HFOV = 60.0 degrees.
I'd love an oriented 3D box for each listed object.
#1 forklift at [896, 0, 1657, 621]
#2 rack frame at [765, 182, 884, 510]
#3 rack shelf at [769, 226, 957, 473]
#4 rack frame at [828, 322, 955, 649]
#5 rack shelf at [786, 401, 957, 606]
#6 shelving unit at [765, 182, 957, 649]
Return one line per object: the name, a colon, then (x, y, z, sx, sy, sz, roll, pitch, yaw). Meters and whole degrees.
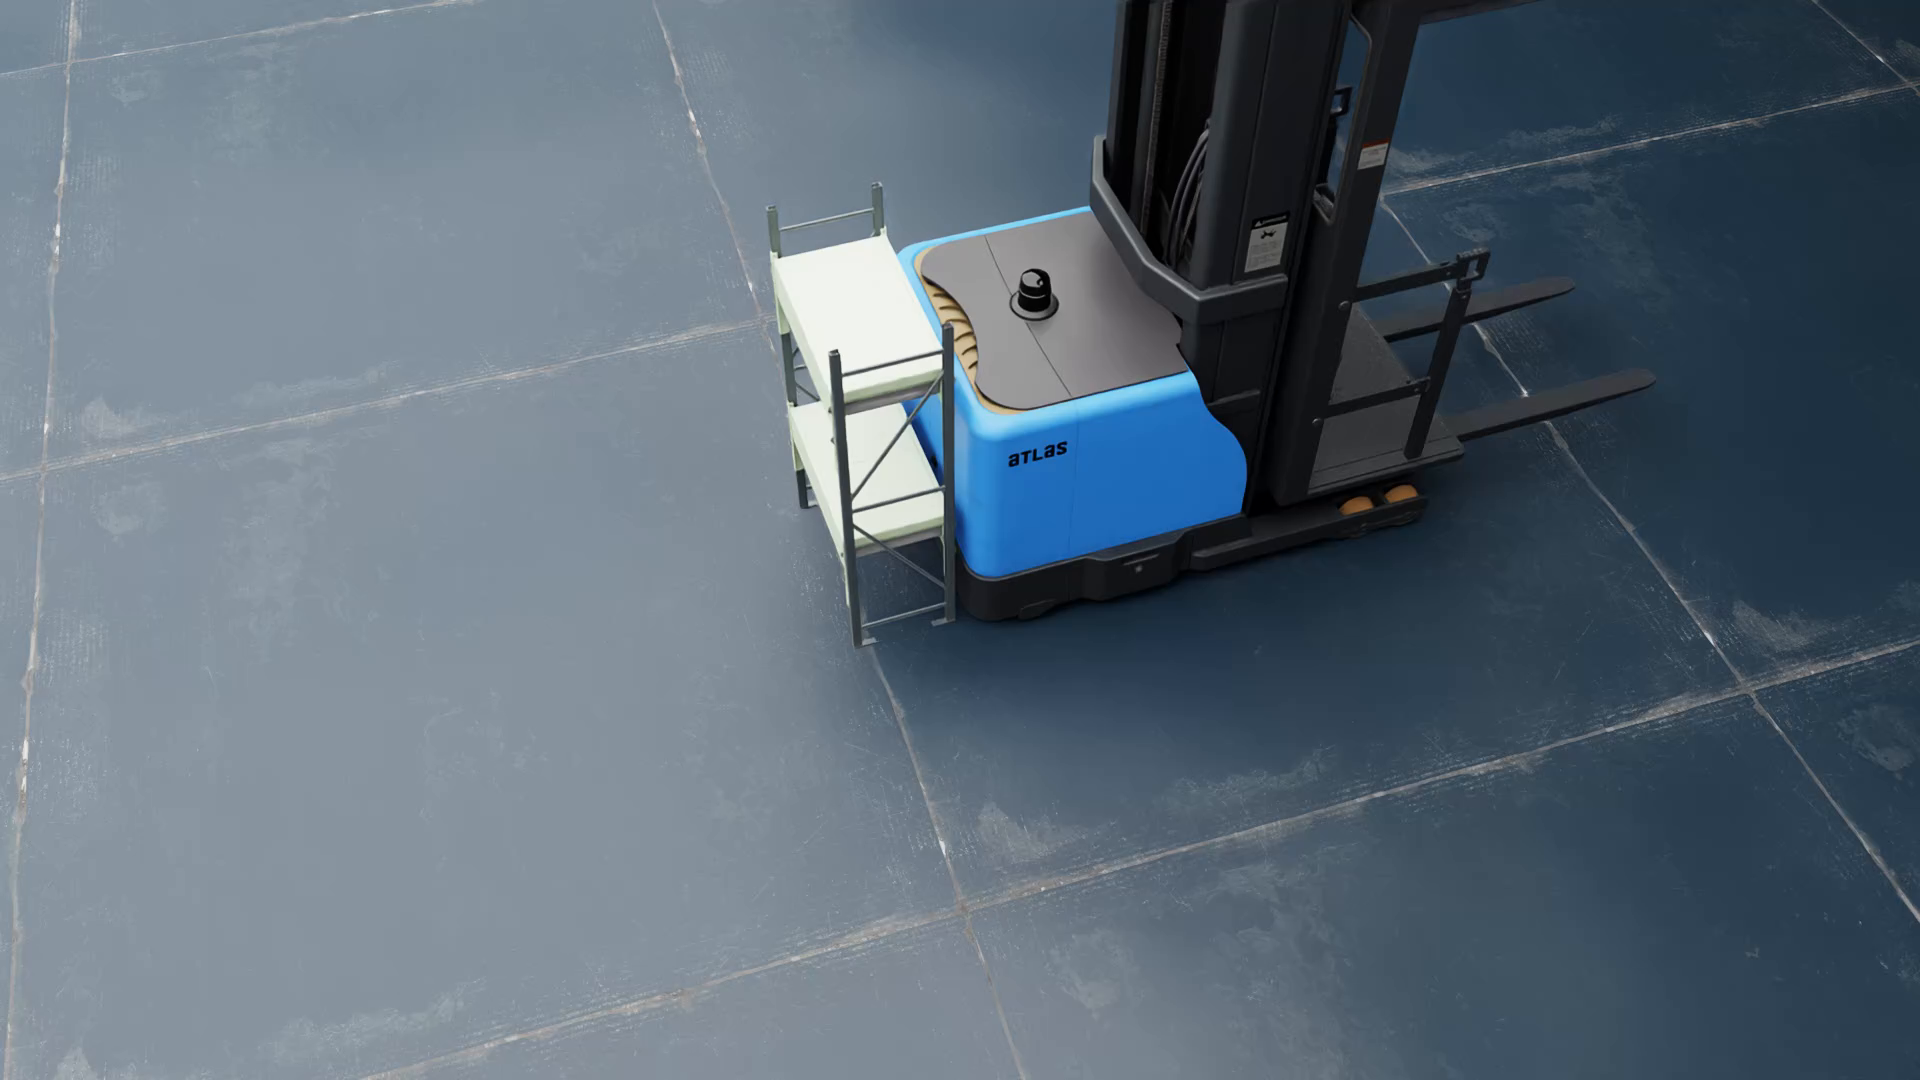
forklift: (1.314, -1.326, 5.741, 3.031, 2.935, 1.130, -15, 51, -12)
rack frame: (-0.452, -0.663, 6.118, 0.400, 1.500, 0.023, -15, 51, -12)
rack shelf: (-0.331, -0.650, 5.597, 0.431, 0.370, 0.720, -15, 51, -12)
rack frame: (-0.210, -0.135, 5.672, 0.400, 1.500, 0.023, -15, 51, -12)
rack shelf: (-0.331, -0.189, 6.144, 0.431, 0.370, 0.720, -15, 51, -12)
shelving unit: (-0.331, -0.399, 5.895, 0.431, 1.500, 0.755, -15, 51, -12)
